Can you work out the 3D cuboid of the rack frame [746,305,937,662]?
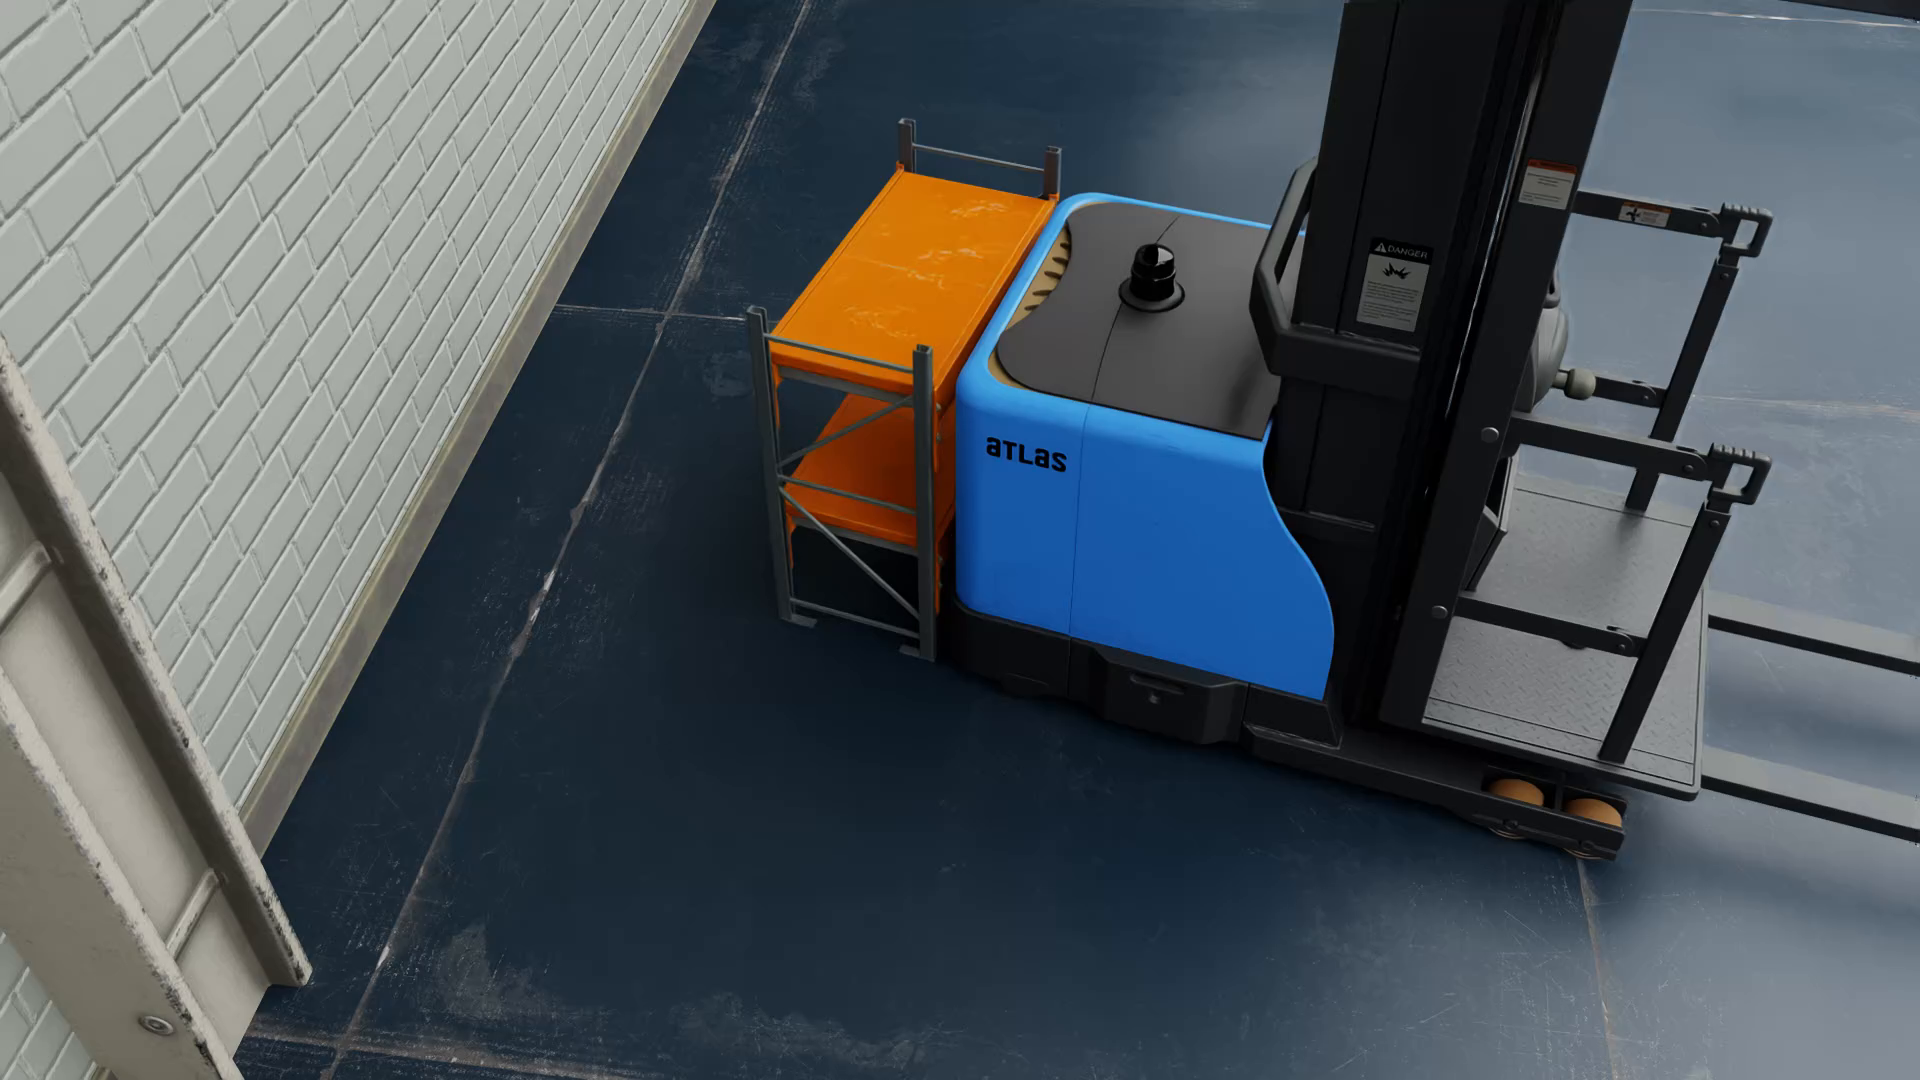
[{"bbox_3d":[-0.306,-0.121,4.560,0.500,1.125,0.032,15,45,15],"label":"rack frame"}]

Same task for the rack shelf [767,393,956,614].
[{"bbox_3d":[-0.125,-0.270,5.073,0.538,0.278,1.000,15,45,15],"label":"rack shelf"}]

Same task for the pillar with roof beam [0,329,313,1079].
[{"bbox_3d":[2.484,-1.695,0.496,9.100,9.000,0.400,5,44,6],"label":"pillar with roof beam"}]

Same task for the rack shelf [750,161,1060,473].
[{"bbox_3d":[-0.125,-0.660,4.703,0.538,0.278,1.000,15,45,15],"label":"rack shelf"}]

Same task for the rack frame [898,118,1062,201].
[{"bbox_3d":[0.056,-0.774,5.250,0.500,1.125,0.032,15,45,15],"label":"rack frame"}]

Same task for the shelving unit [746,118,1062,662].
[{"bbox_3d":[-0.125,-0.448,4.905,0.538,1.125,1.048,15,45,15],"label":"shelving unit"}]

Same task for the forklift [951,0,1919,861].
[{"bbox_3d":[1.547,-0.642,3.797,3.031,2.935,1.130,14,45,14],"label":"forklift"}]
